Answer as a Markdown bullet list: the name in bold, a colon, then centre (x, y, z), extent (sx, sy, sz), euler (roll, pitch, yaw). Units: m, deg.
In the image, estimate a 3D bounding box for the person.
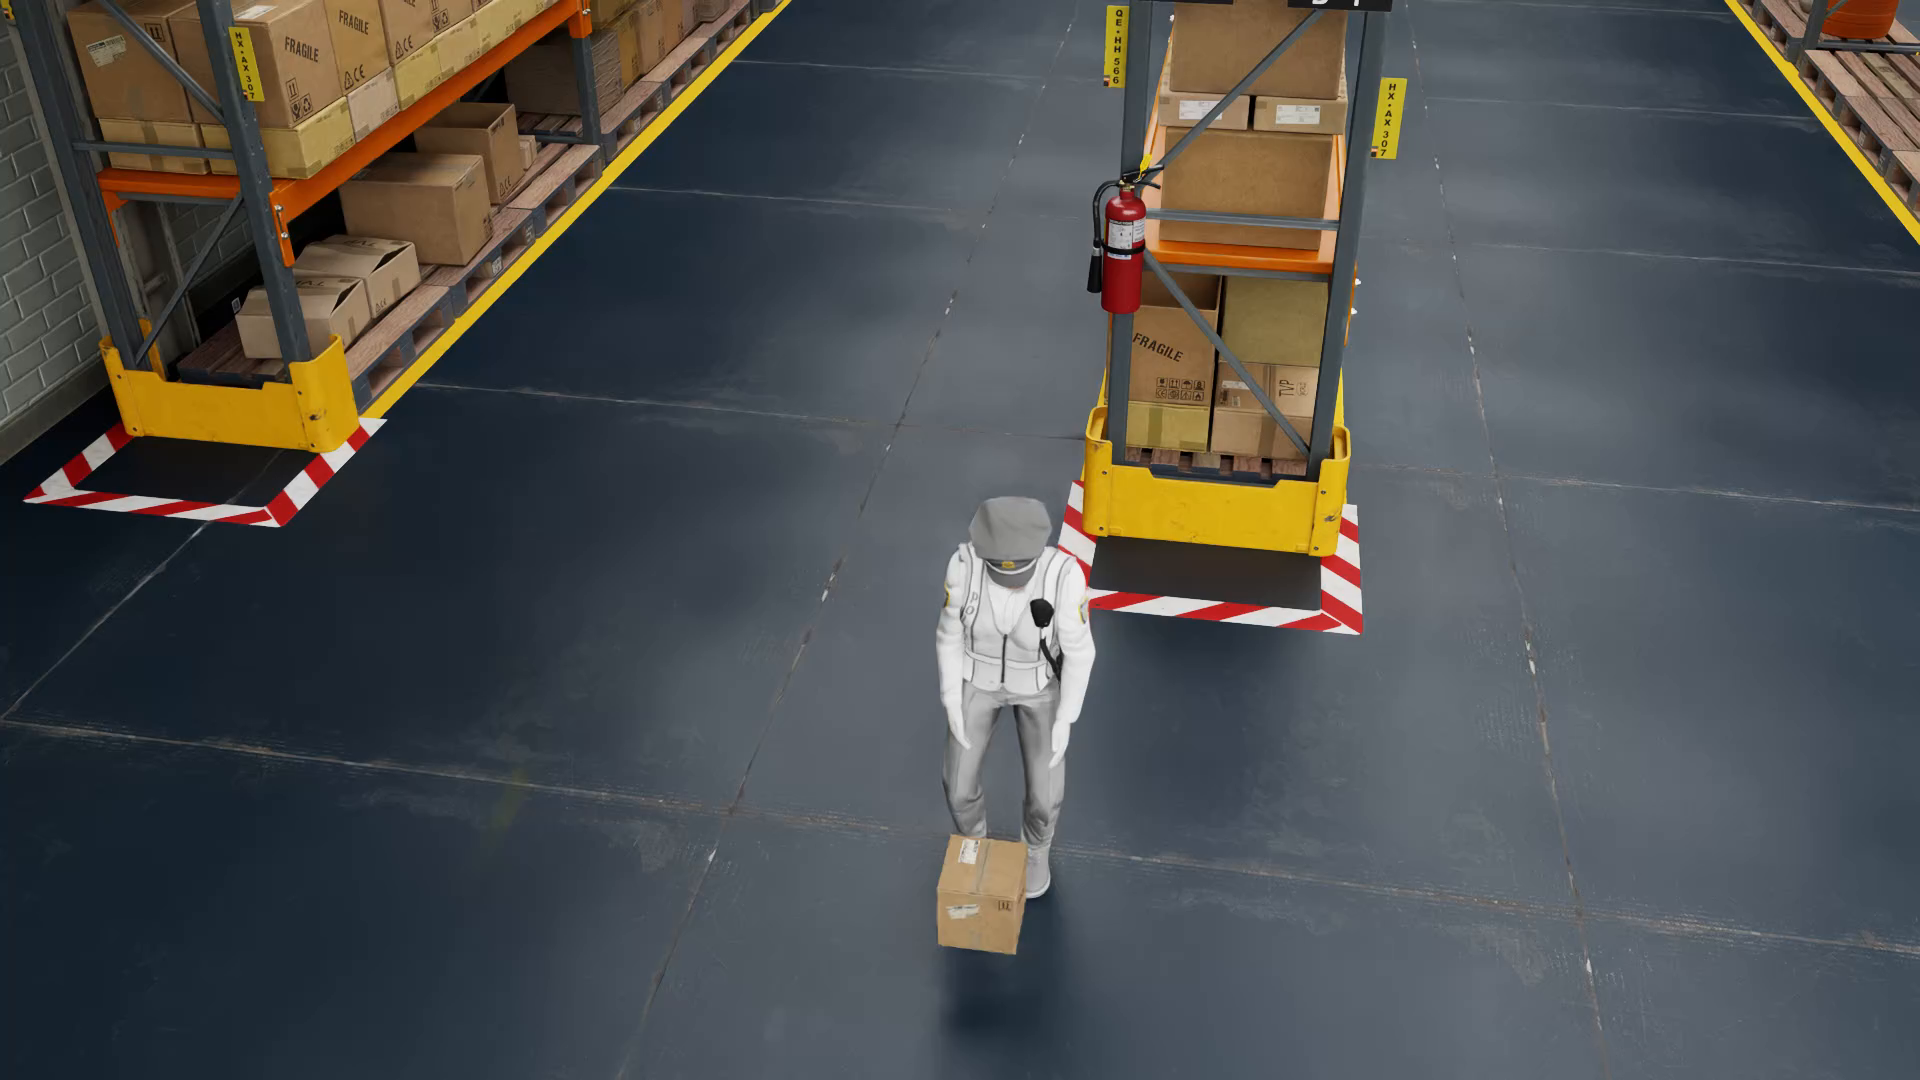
- **person**: centre (0.174, 0.516, 5.424), extent (0.516, 1.576, 0.526), euler (6, 33, 9)
